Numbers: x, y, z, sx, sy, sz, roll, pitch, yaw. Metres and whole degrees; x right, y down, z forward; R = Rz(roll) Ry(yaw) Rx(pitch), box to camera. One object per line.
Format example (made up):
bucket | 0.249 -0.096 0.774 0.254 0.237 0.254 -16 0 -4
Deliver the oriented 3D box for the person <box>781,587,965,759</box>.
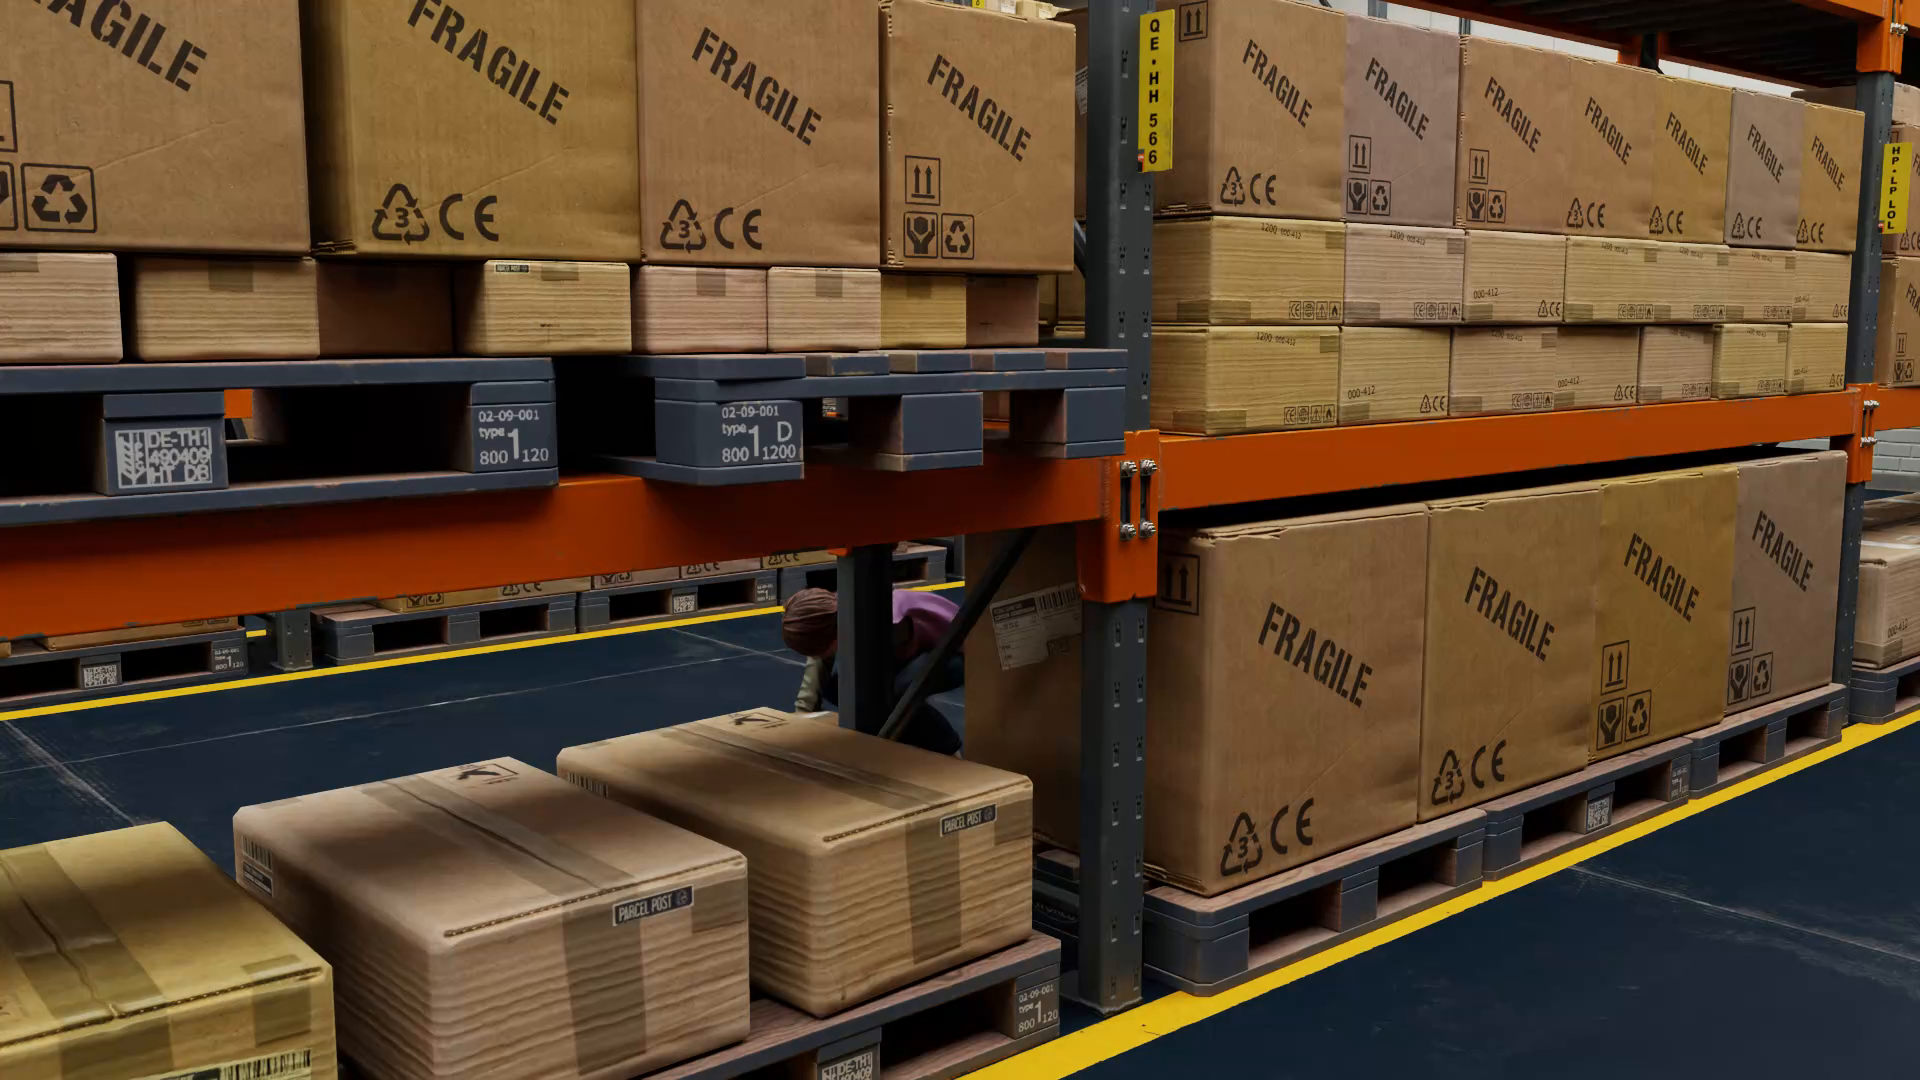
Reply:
person | -0.272 0.496 5.671 0.847 0.734 0.427 -7 10 -42
